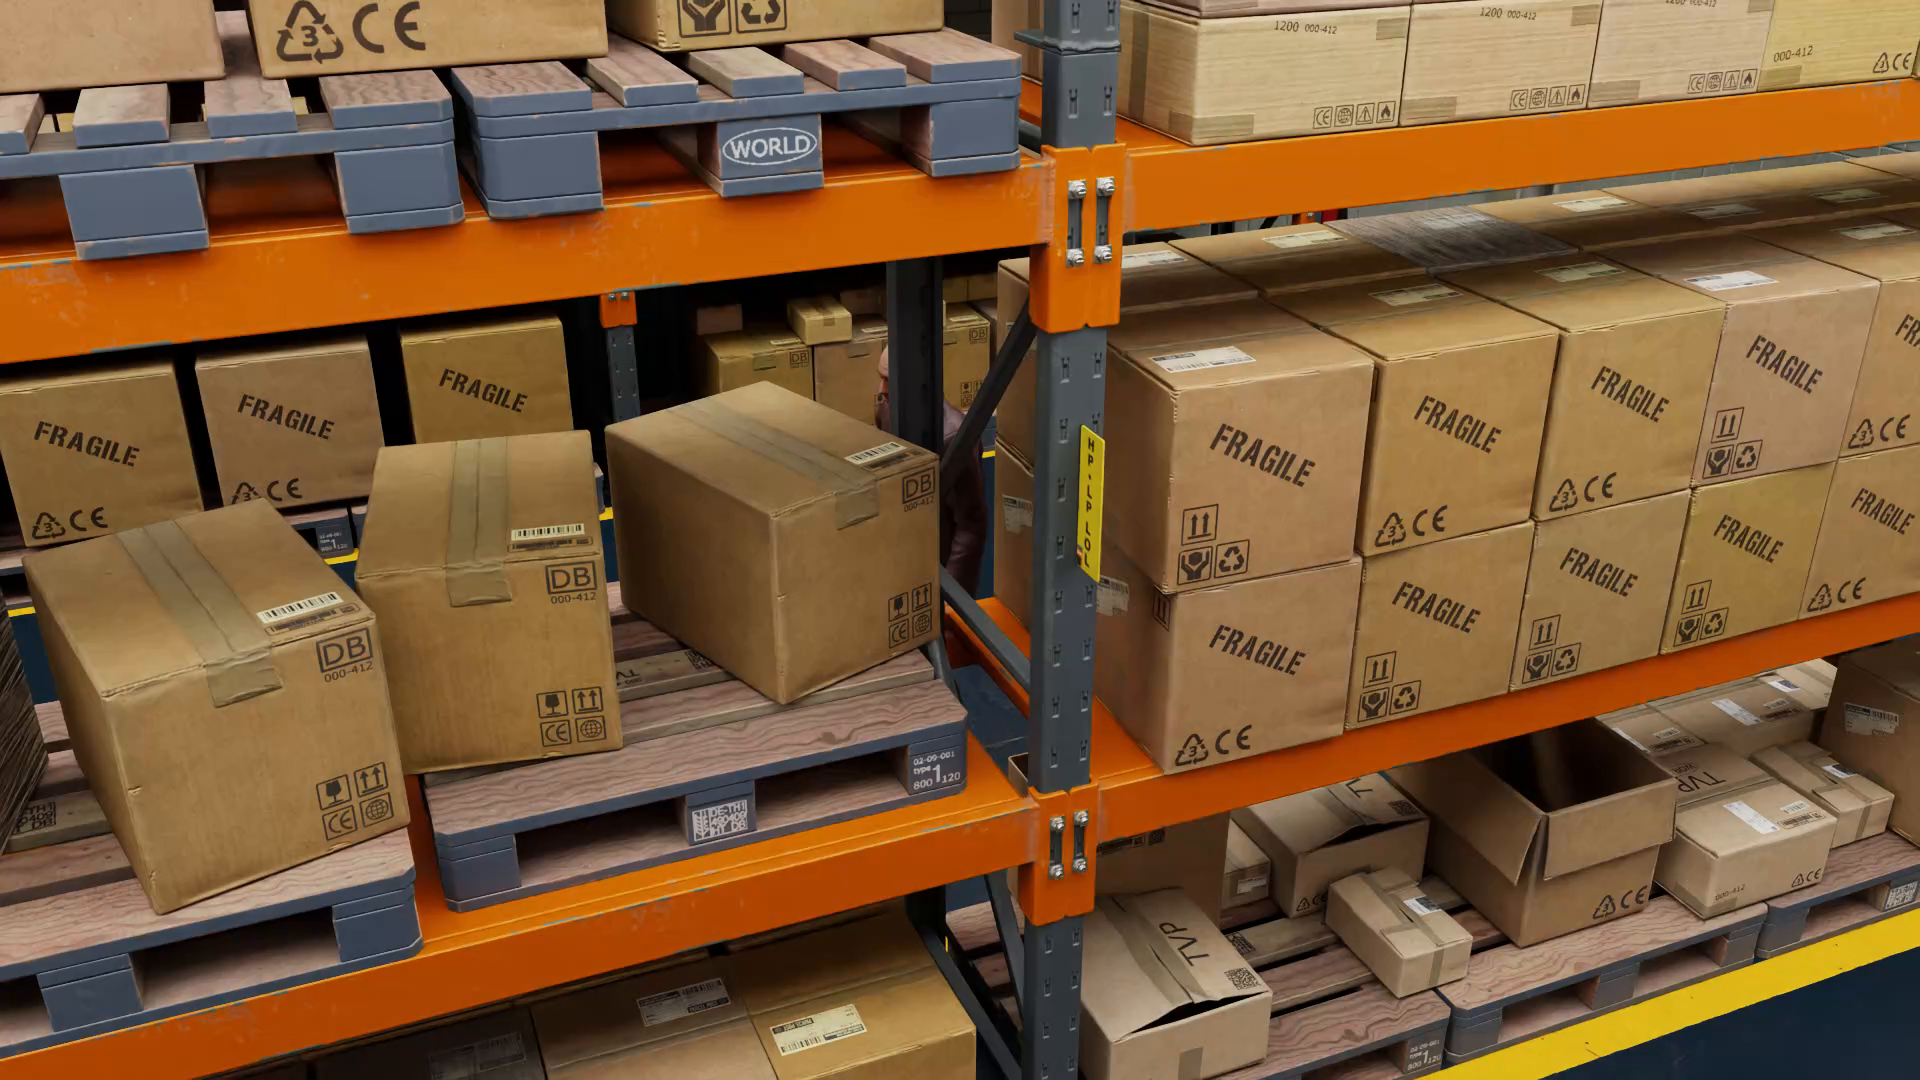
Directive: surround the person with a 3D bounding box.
[{"bbox_3d":[-0.140,0.104,5.913,0.433,1.772,0.649,-14,29,-26],"label":"person"}]
